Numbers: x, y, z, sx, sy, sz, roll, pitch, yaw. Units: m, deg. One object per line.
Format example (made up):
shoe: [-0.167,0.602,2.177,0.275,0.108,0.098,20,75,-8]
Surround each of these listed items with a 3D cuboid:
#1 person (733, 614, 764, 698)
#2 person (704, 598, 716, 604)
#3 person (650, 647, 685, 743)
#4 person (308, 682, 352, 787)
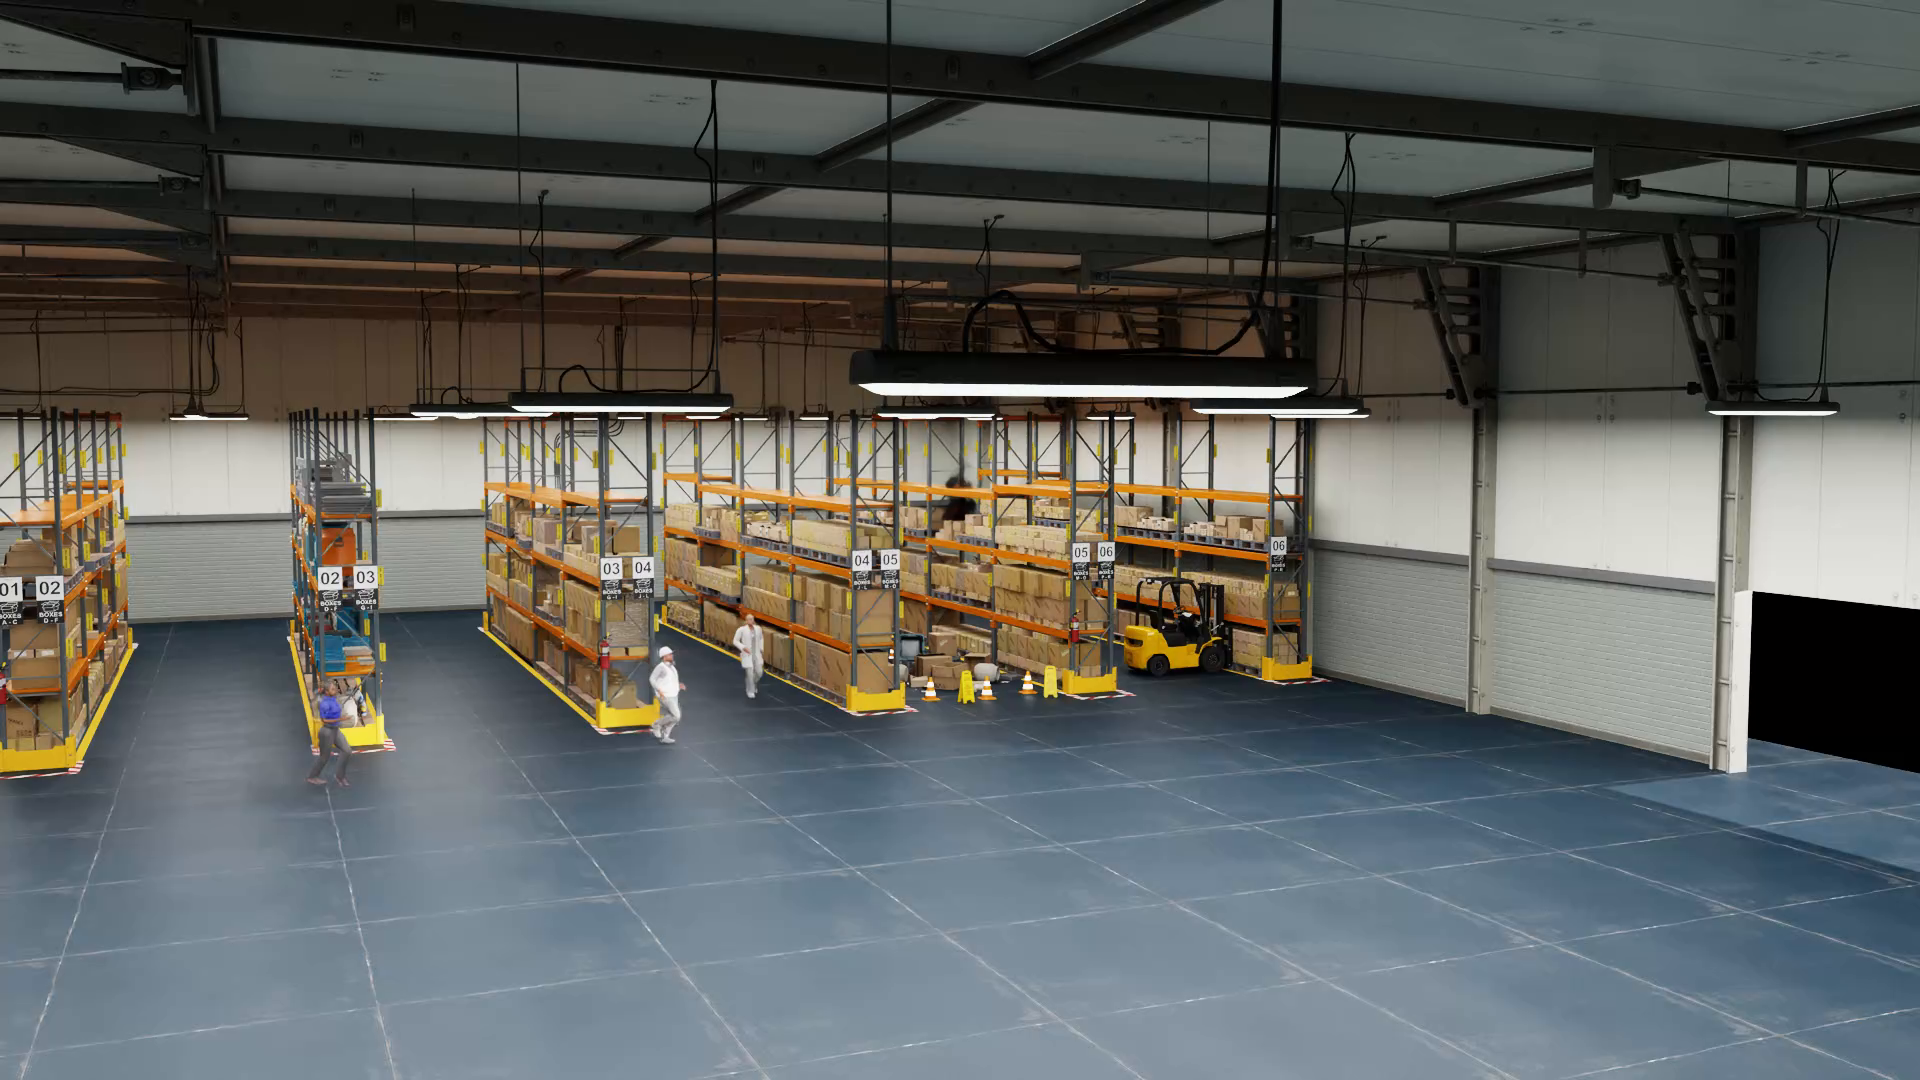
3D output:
person: [-4.381,2.419,34.732,0.716,1.743,0.630,-2,5,-29]
person: [-7.386,1.516,49.093,0.627,1.559,0.598,1,4,16]
person: [-5.210,2.778,29.789,0.575,1.729,0.657,1,4,16]
person: [-9.890,3.079,26.117,0.746,1.712,0.554,0,4,7]
